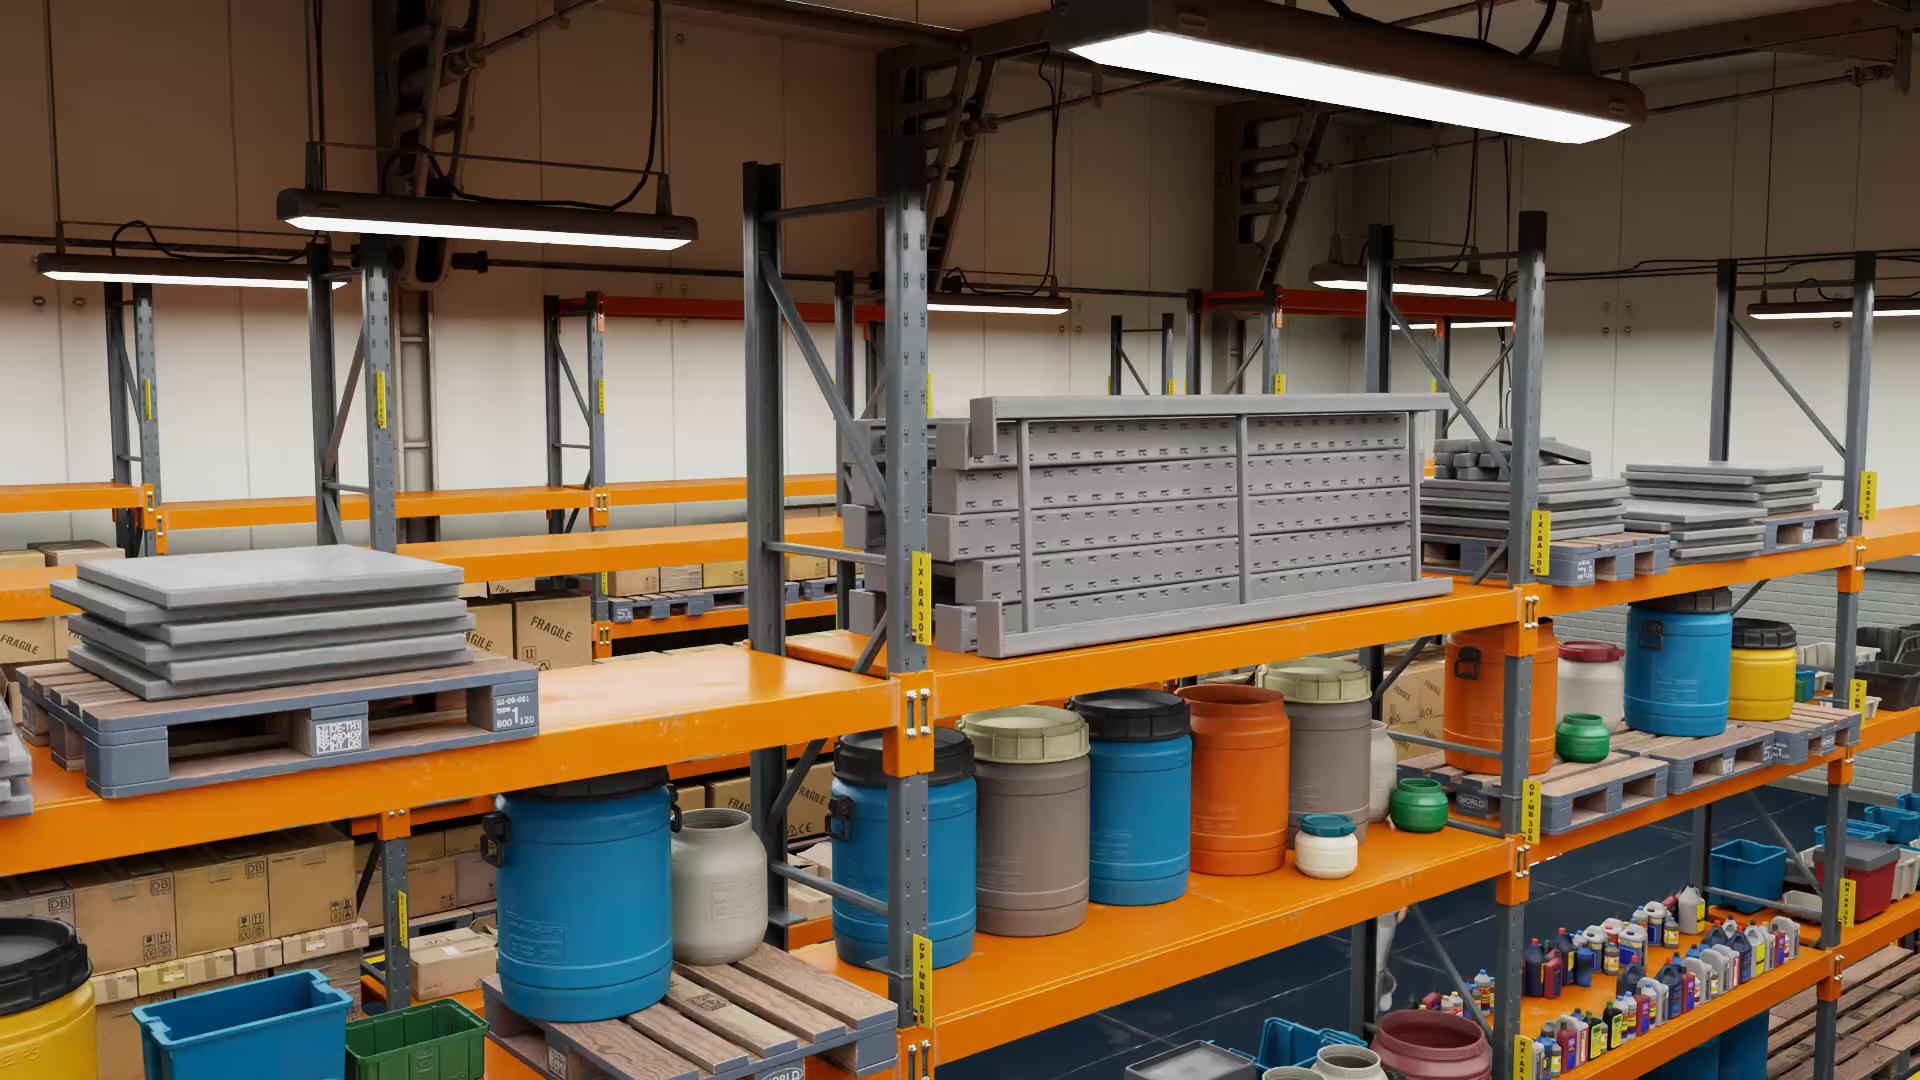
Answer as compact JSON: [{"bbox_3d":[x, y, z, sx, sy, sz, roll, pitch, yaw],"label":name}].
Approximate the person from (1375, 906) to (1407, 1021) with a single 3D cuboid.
[{"bbox_3d":[3.282,3.046,13.153,0.565,1.674,0.950,4,7,36],"label":"person"}]
